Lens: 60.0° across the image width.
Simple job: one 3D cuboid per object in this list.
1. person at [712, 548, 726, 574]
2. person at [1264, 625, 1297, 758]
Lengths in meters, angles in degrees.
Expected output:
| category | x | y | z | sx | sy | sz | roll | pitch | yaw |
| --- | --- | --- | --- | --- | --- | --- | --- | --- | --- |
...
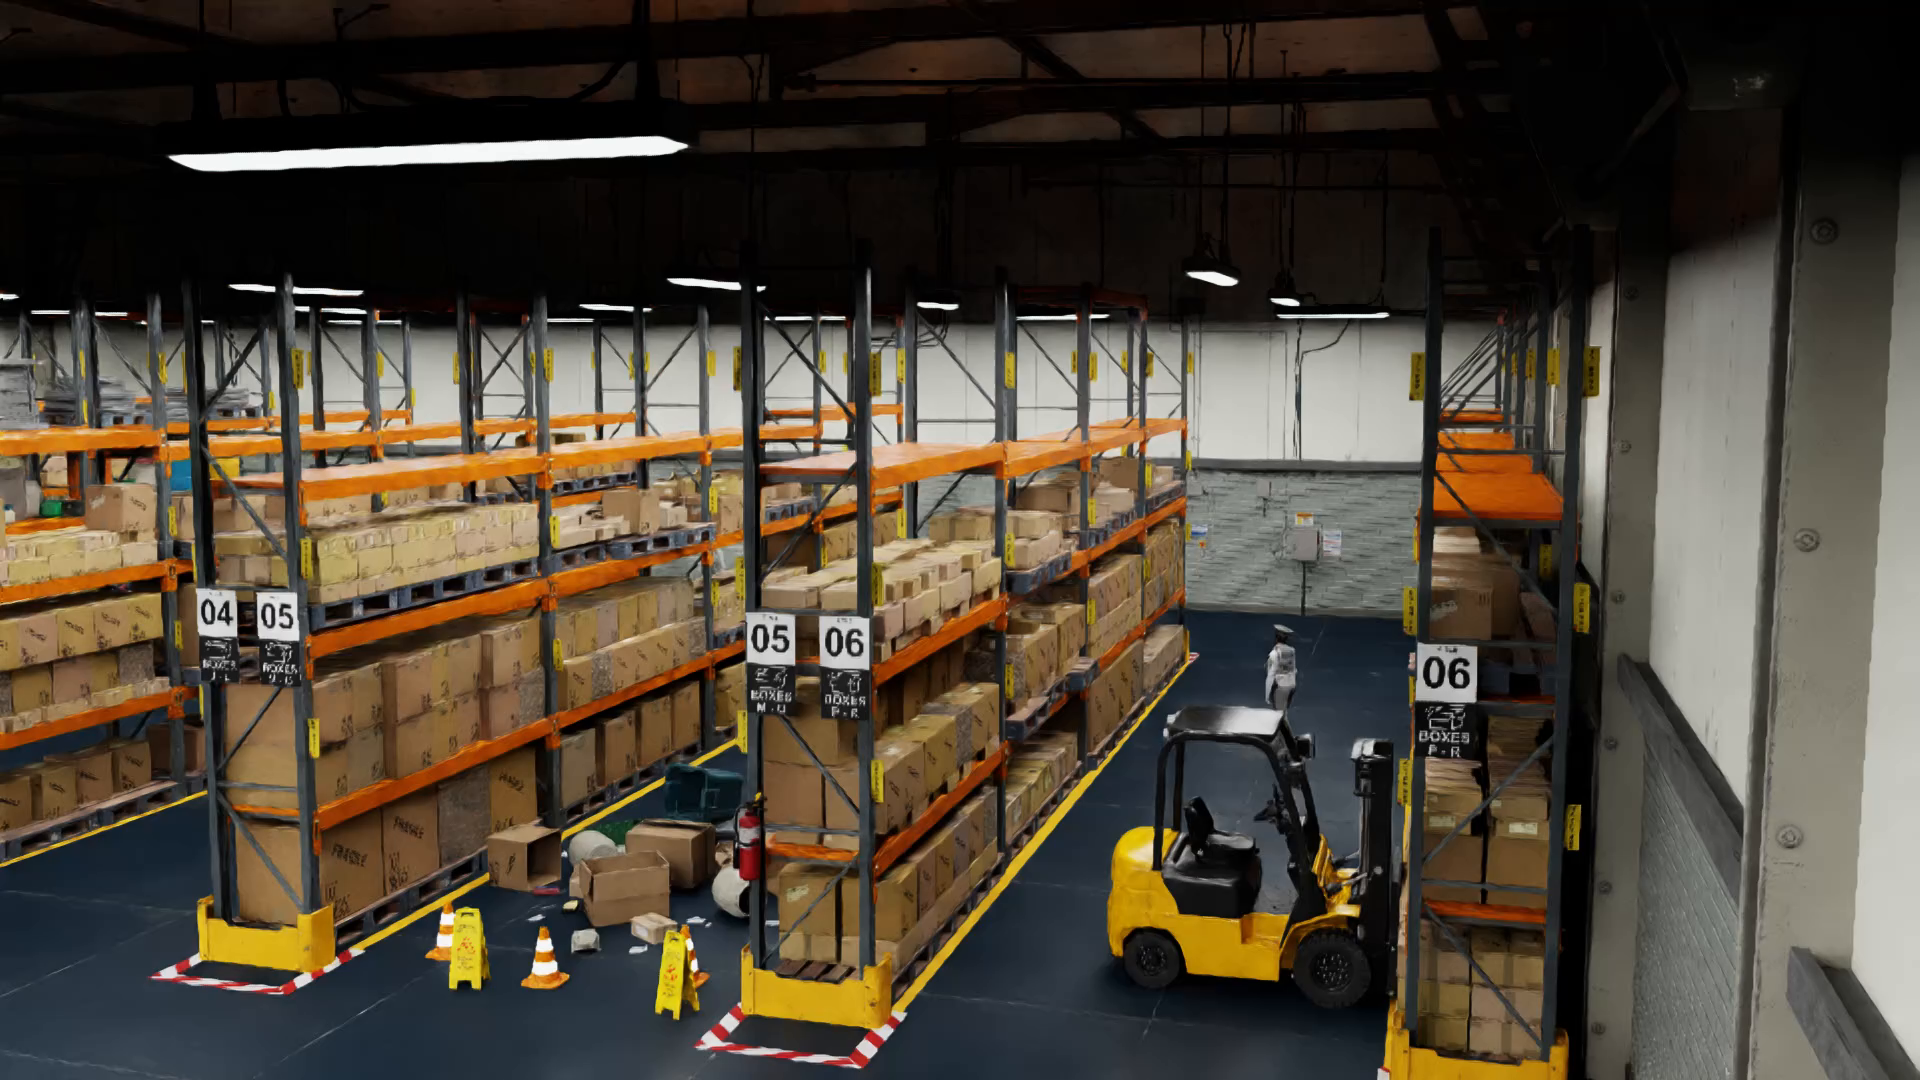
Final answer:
| category | x | y | z | sx | sy | sz | roll | pitch | yaw |
| --- | --- | --- | --- | --- | --- | --- | --- | --- | --- |
| person | -4.677 | 0.724 | 32.720 | 0.505 | 1.585 | 0.471 | -5 | 8 | -36 |
| person | 4.122 | 1.928 | 21.457 | 0.548 | 1.662 | 0.586 | 6 | 8 | 41 |
